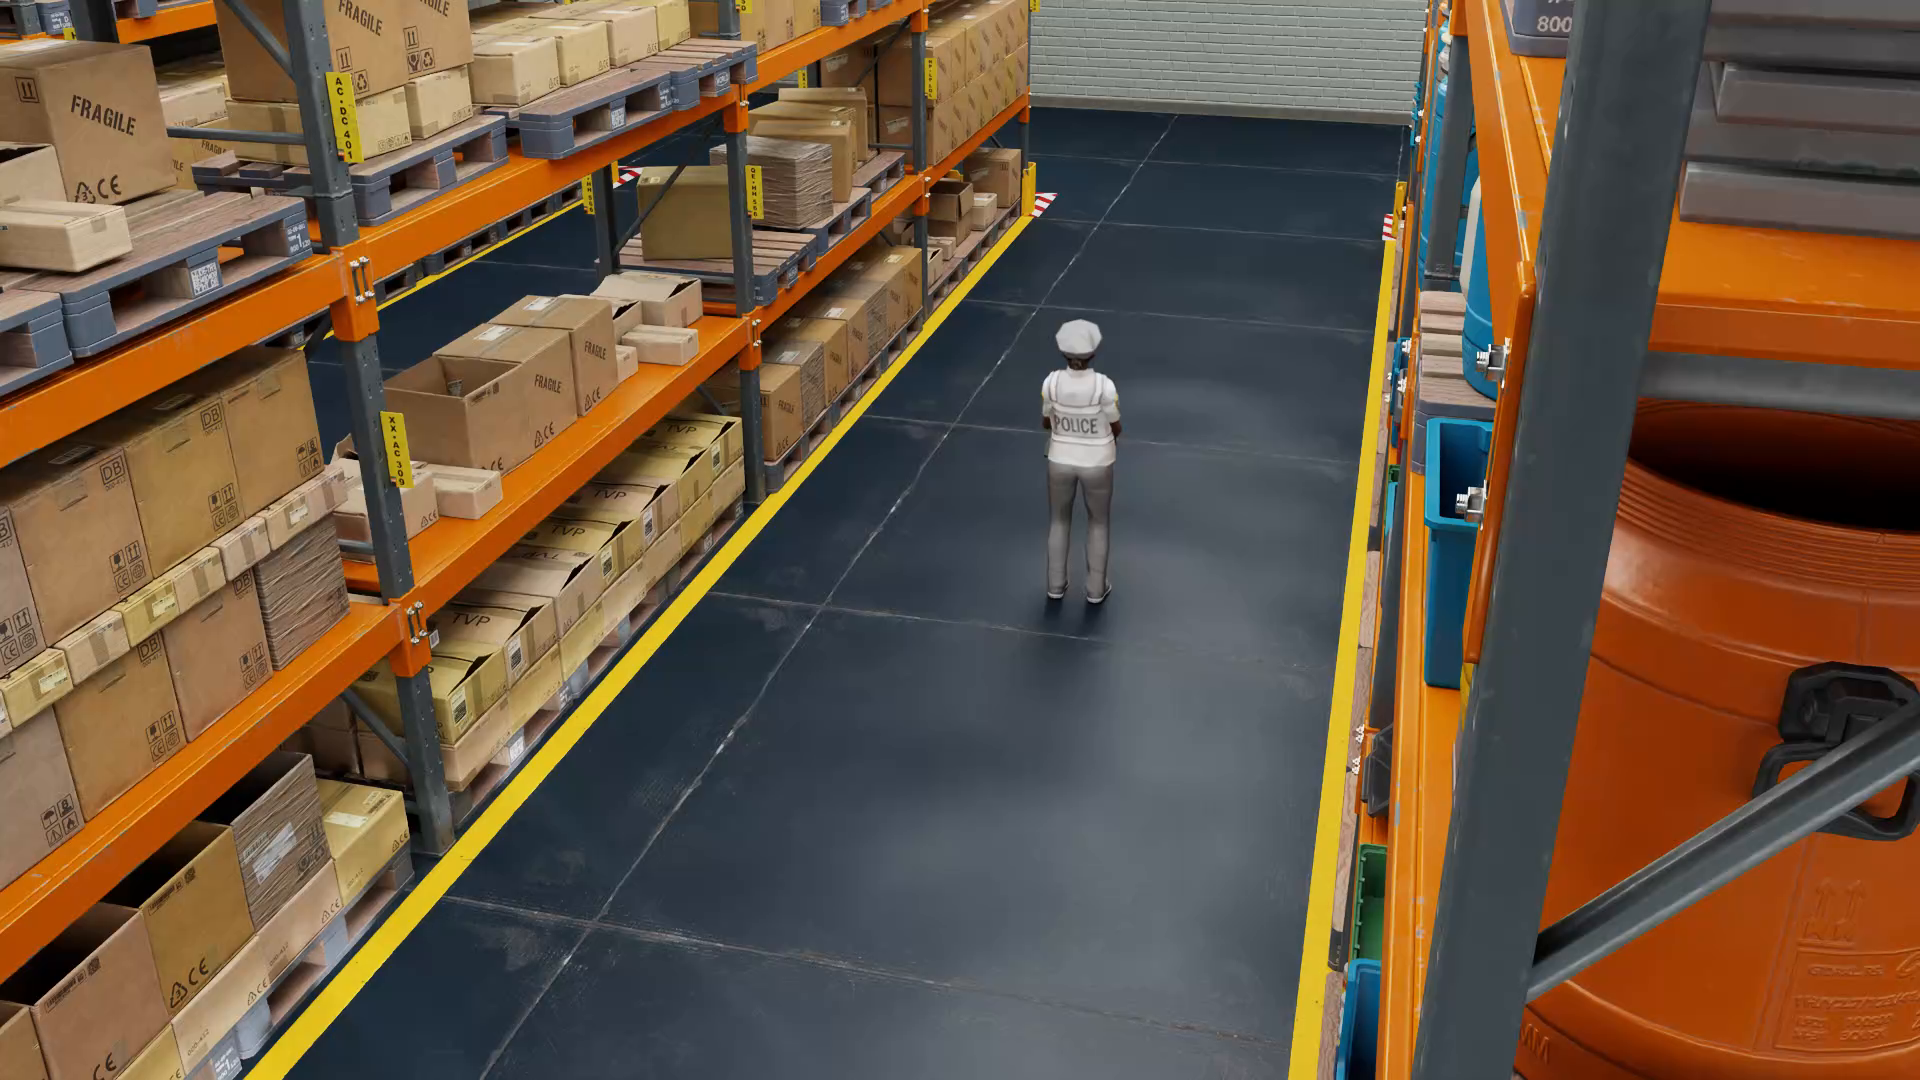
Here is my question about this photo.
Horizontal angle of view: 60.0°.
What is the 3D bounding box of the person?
[{"bbox_3d":[0.705,-0.472,9.563,0.452,1.691,0.525,6,26,13],"label":"person"}]
